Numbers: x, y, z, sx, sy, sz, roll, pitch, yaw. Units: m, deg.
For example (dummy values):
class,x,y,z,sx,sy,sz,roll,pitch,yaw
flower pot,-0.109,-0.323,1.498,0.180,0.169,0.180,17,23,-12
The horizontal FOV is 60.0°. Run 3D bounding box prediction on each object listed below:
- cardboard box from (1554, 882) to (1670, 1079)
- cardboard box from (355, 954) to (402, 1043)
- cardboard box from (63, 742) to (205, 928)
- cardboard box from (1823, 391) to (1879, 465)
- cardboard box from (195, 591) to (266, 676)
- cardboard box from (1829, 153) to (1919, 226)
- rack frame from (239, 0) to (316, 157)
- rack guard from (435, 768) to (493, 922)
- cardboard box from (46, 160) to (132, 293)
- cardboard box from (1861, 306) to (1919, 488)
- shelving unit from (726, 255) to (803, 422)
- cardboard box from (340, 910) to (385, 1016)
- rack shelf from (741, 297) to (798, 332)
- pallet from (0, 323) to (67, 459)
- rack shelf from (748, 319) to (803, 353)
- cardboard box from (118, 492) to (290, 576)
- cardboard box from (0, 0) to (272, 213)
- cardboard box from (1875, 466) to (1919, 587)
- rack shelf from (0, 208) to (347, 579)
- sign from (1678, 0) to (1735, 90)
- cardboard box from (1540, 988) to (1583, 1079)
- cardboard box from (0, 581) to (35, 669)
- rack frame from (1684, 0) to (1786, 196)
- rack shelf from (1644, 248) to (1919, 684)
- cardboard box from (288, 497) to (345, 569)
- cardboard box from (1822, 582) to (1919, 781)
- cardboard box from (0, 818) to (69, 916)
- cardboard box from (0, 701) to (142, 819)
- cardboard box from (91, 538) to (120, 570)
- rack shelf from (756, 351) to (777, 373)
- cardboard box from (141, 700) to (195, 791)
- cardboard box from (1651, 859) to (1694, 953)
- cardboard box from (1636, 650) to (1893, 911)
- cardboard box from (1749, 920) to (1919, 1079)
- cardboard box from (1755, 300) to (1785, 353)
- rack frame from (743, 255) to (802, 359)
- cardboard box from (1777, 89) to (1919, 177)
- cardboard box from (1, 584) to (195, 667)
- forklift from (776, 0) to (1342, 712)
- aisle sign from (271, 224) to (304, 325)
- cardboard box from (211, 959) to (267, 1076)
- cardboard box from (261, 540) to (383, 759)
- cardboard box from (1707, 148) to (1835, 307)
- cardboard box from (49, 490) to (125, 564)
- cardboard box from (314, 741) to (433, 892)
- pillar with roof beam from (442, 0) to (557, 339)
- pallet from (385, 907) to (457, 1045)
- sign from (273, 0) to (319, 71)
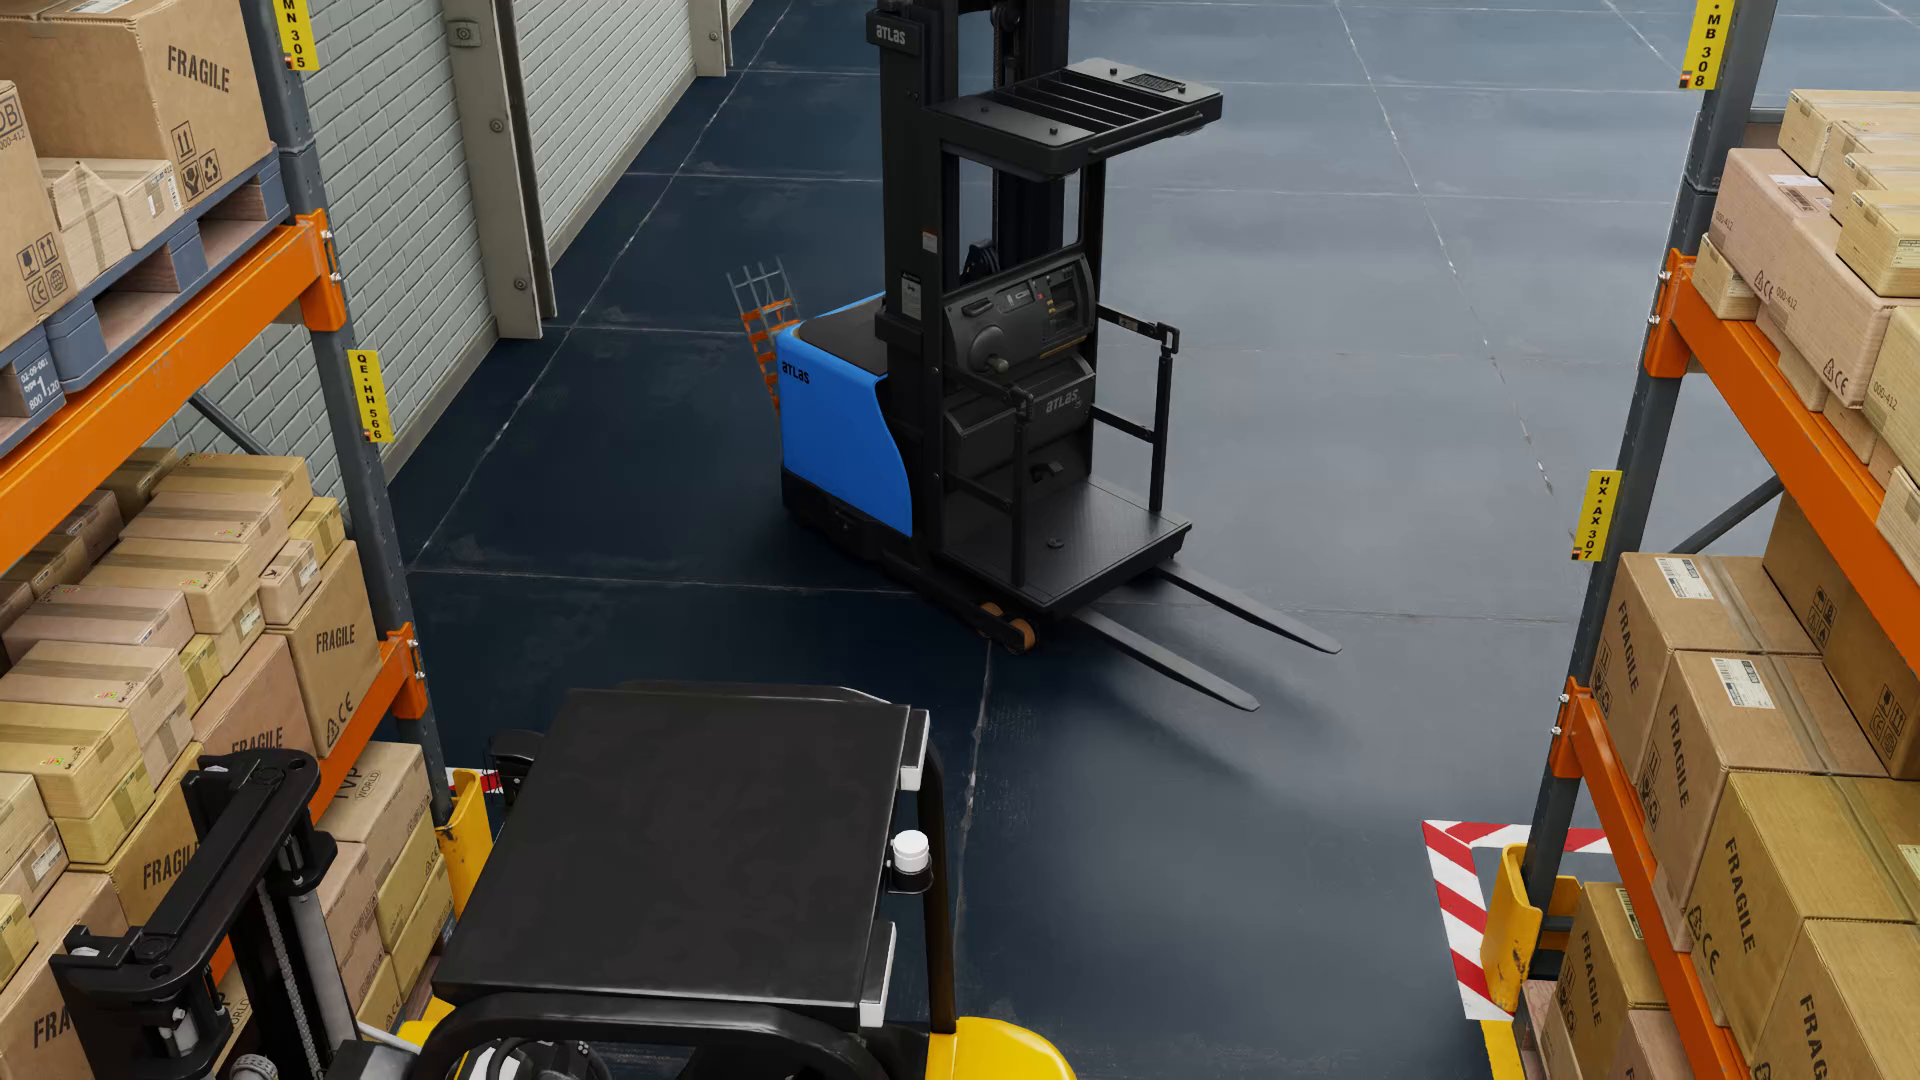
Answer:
class,x,y,z,sx,sy,sz,roll,pitch,yaw
cardboard box,2.185,1.413,5.104,0.500,0.500,0.500,1,32,2
cardboard box,-2.193,1.618,5.486,0.500,0.250,0.500,2,32,4
cardboard box,-2.291,0.873,4.380,0.500,0.500,0.500,2,32,3
cardboard box,2.194,-0.284,3.732,0.380,0.149,0.250,2,32,4
cardboard box,-2.242,0.250,4.771,0.380,0.149,0.250,3,32,5
cardboard box,2.209,-0.754,3.735,0.380,0.149,0.250,2,32,4
rack frame,-2.420,-2.446,4.142,1.000,3.000,0.127,2,32,4
rack guard,-2.418,1.159,6.392,1.175,0.500,0.348,2,32,4
cardboard box,-2.205,-0.755,3.889,0.396,0.266,0.258,3,32,4
cardboard box,2.153,-0.236,3.275,0.500,0.250,0.500,3,32,5
shelving unit,-0.941,-0.950,9.197,0.258,1.200,0.189,-27,12,-36
cardboard box,-2.199,1.416,5.337,0.500,0.250,0.500,2,32,4
rack shelf,-1.045,-1.243,9.143,0.258,0.103,0.180,-27,12,-36
pallet,-2.600,-0.123,3.316,1.003,0.211,1.213,2,32,4
rack shelf,-1.005,-1.131,9.163,0.258,0.103,0.180,-27,12,-36
cardboard box,-2.228,-0.011,4.912,0.380,0.149,0.250,3,32,4
cardboard box,-2.213,-1.191,4.374,0.500,0.500,0.500,3,32,6
cardboard box,2.076,-0.017,3.299,0.380,0.149,0.250,3,32,5
rack shelf,-2.582,0.183,3.421,1.077,0.370,4.000,2,32,4
sign,1.987,-1.354,4.397,0.100,0.325,0.005,2,32,4
cardboard box,2.187,1.720,5.321,0.500,0.250,0.500,2,32,4
cardboard box,-2.757,0.232,4.518,0.380,0.149,0.250,3,32,4
rack frame,2.528,-2.236,3.801,1.000,3.000,0.127,2,32,4
rack shelf,2.365,0.393,3.080,1.077,0.370,4.000,2,32,4
cardboard box,-2.169,-0.018,5.206,0.380,0.149,0.250,3,32,5
cardboard box,2.655,0.264,4.131,0.700,0.500,0.500,3,32,4
cardboard box,-2.359,0.781,3.910,0.380,0.149,0.250,2,32,4
cardboard box,-2.243,0.530,4.033,0.380,0.149,0.250,3,32,5
cardboard box,-2.662,0.087,5.036,0.380,0.149,0.250,2,32,4
rack shelf,-0.966,-1.020,9.184,0.258,0.103,0.180,-27,12,-36
cardboard box,-2.248,0.521,4.332,0.380,0.149,0.250,1,32,2
cardboard box,2.119,0.992,4.521,0.380,0.149,0.250,3,32,5
cardboard box,2.174,0.655,4.449,0.500,0.500,0.500,3,32,5
cardboard box,2.100,1.188,3.584,0.500,0.500,0.500,2,32,3
cardboard box,2.245,-0.552,4.166,0.380,0.149,0.250,1,32,2
rack frame,-0.885,-0.957,9.125,0.240,1.200,0.006,-27,12,-36
cardboard box,2.296,-1.015,4.158,0.380,0.149,0.250,2,32,4
cardboard box,-2.316,0.254,4.482,0.380,0.149,0.250,3,32,4
forklift,0.437,-1.013,7.600,1.130,2.935,3.031,-27,41,-36
aisle sign,-2.121,-1.021,5.070,0.394,0.787,0.004,2,32,4
cardboard box,-2.213,1.459,4.790,0.500,0.250,0.500,3,32,5
cardboard box,-2.198,0.334,5.254,0.500,0.500,0.500,2,32,3
cardboard box,2.221,-0.770,4.141,0.500,0.250,0.500,2,32,3
cardboard box,-2.744,-0.035,4.950,0.380,0.149,0.250,4,32,6
cardboard box,-2.146,0.928,5.653,0.500,0.250,0.500,3,32,6
pillar with roof beam,1.405,-5.074,8.407,9.100,9.000,0.400,2,32,4
pallet,-2.440,1.696,5.796,1.003,0.211,1.213,2,32,4
sign,-1.880,-1.482,4.668,0.100,0.325,0.005,2,32,4
